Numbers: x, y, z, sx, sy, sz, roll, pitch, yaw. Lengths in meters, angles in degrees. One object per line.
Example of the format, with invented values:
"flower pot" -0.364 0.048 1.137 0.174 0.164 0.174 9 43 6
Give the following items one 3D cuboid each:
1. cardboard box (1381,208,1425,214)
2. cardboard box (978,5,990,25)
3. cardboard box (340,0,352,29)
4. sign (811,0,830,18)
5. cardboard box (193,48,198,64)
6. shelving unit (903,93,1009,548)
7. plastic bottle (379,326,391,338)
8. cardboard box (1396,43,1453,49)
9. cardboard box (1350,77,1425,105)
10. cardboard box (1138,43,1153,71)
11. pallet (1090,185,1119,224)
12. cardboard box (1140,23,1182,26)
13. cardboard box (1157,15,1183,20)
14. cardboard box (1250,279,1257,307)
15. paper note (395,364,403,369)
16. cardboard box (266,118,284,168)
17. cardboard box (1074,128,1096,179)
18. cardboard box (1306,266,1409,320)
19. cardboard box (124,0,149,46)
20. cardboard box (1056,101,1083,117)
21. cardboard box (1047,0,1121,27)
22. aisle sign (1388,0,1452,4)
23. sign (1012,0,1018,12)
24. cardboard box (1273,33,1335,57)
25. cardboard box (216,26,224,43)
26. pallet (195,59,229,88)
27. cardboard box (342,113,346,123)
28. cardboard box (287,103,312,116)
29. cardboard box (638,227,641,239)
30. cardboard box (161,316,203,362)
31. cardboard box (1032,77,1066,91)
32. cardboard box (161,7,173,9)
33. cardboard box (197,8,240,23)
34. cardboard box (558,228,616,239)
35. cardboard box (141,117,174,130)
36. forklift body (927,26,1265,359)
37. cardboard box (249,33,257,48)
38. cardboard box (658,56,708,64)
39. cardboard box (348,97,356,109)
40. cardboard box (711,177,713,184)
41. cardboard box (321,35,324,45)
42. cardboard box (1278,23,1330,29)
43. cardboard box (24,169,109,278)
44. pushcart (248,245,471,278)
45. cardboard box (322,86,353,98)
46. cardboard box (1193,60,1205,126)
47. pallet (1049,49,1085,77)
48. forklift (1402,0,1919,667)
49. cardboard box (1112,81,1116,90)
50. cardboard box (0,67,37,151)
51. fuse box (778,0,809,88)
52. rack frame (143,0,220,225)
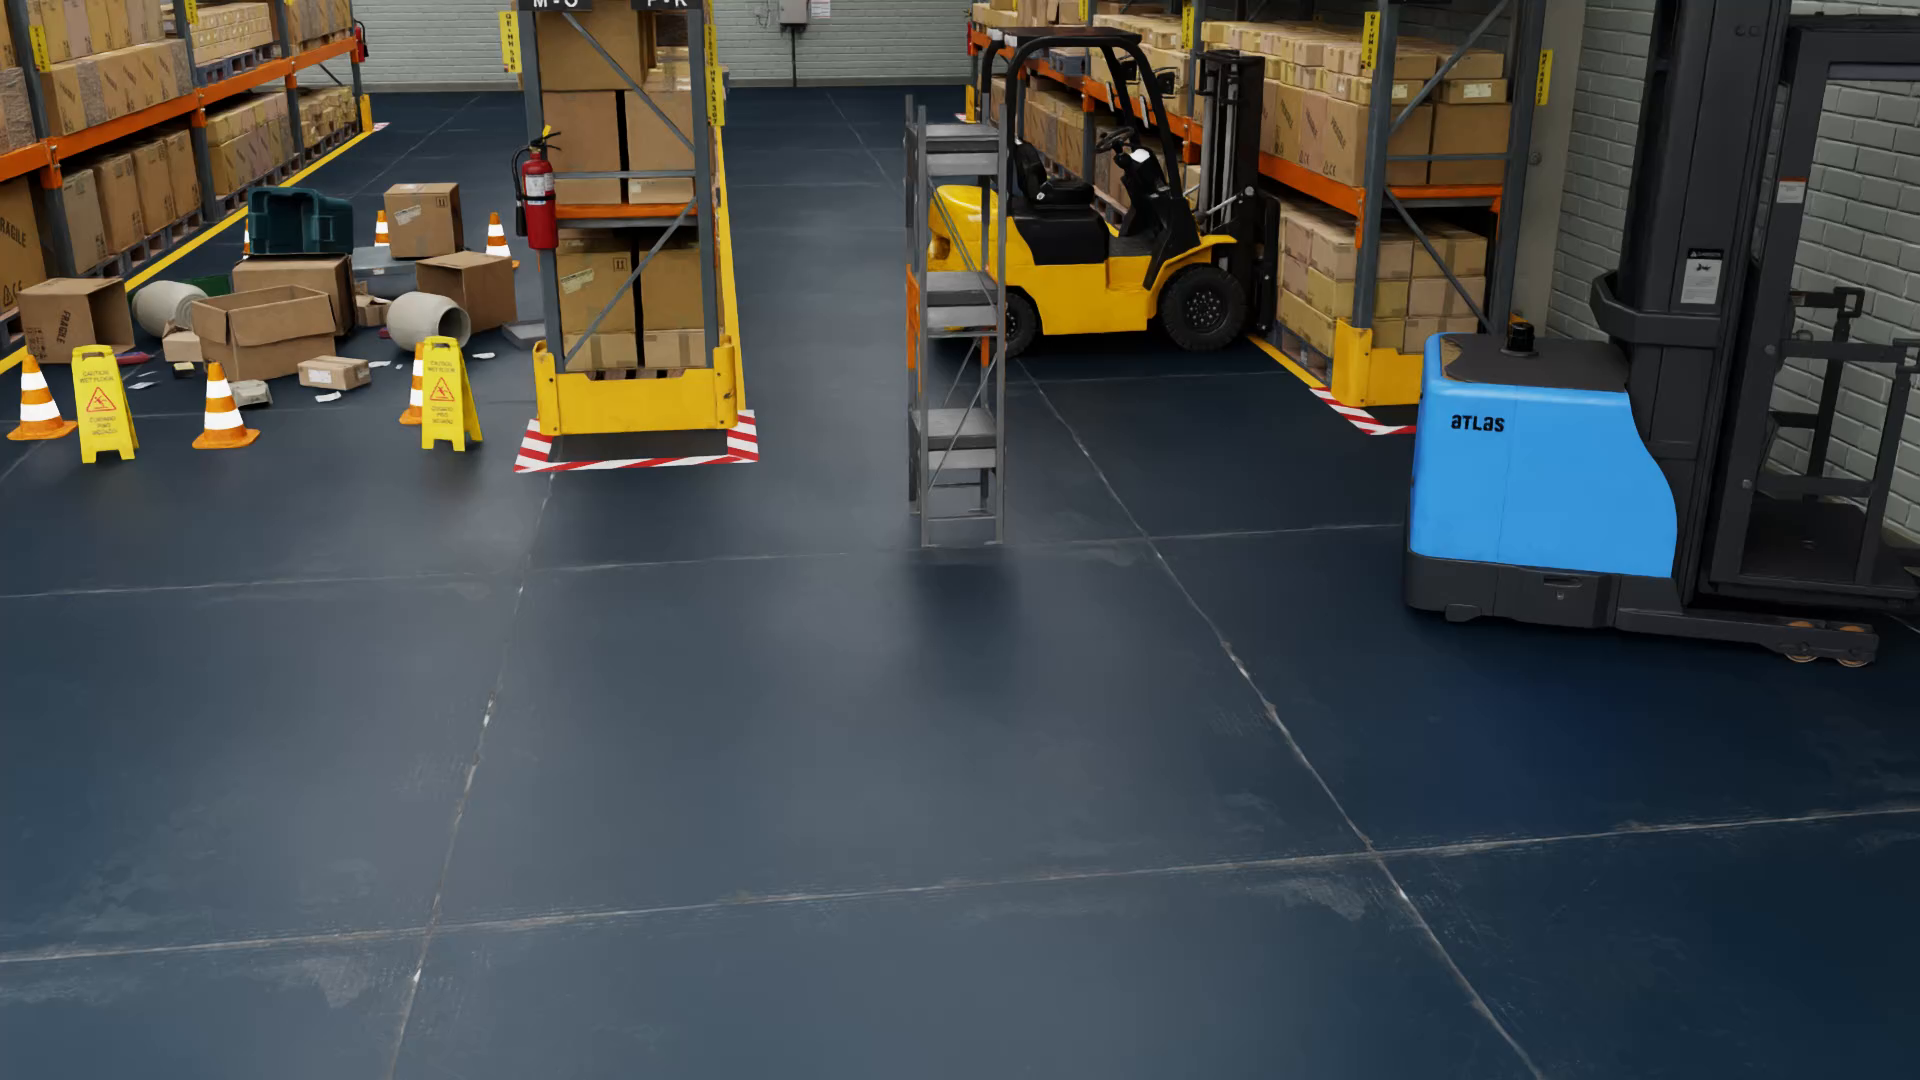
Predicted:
"cardboard box" 2.961 -2.235 11.813 0.500 0.250 0.500 -3 21 -8
"cardboard box" 0.546 -7.599 24.064 0.500 0.250 0.500 -3 21 -7
"cardboard box" -8.802 -7.382 23.127 0.500 0.500 0.500 -2 21 -7
"sign" -2.515 -9.682 29.988 0.329 0.494 0.001 -3 21 -8
"cardboard box" -7.833 -4.813 16.574 0.380 0.149 0.250 -3 21 -9
"shelving unit" -0.024 -1.041 8.002 0.431 2.100 0.503 -3 21 -8
"plastic bottle" -4.177 -1.551 12.280 0.133 0.061 0.283 1 20 2
"cardboard box" 3.066 -3.222 11.060 0.380 0.149 0.250 -3 21 -7
"cardboard box" 2.653 -2.792 10.334 0.380 0.149 0.250 -3 21 -7
"cardboard box" 1.931 -4.396 15.200 0.500 0.250 0.500 -3 21 -7
"pallet" 1.907 -3.512 17.317 1.003 0.211 1.213 -3 21 -8
"cardboard box" 1.911 -4.799 15.708 0.380 0.149 0.250 -3 21 -8
"cardboard box" 2.223 -5.268 16.965 0.380 0.149 0.250 -2 21 -6
"cardboard box" 2.378 -1.916 12.388 0.500 0.250 0.500 -2 21 -6
"paper note" -3.838 -1.187 11.380 0.032 0.001 0.123 -3 21 -8
"cardboard box" -8.115 -4.558 19.106 0.500 0.500 0.500 -3 21 -9
"cardboard box" 1.554 -4.266 18.325 0.500 0.500 0.500 -2 21 -6
"cardboard box" 2.601 -1.631 10.911 0.500 0.250 0.500 -3 21 -8
"cardboard box" -7.839 -4.753 15.083 0.700 0.500 0.500 -3 21 -9
"cardboard box" 1.342 -5.053 19.505 0.380 0.149 0.250 -4 21 -10
"cardboard box" 1.409 -5.906 18.994 0.797 0.503 0.637 -3 21 -9
"aisle sign" 2.699 -3.516 9.626 0.394 0.787 0.004 -3 21 -8
"sign" 0.715 -6.866 21.074 0.100 0.325 0.005 -3 21 -8
"cardboard box" 2.474 -3.558 11.959 0.380 0.149 0.250 -3 21 -8
"cardboard box" -7.993 -5.324 17.518 0.380 0.149 0.250 -3 21 -8
"pallet" -8.176 -4.720 16.842 1.213 0.211 1.003 -3 21 -8
"cardboard box" -8.749 -5.848 23.062 0.380 0.149 0.250 -3 21 -8
"cardboard box" -8.516 -5.496 21.268 0.380 0.149 0.250 -3 21 -9
"cardboard box" -2.449 -1.963 11.444 0.500 0.500 0.500 -3 21 -9
"cardboard box" -5.321 -1.401 11.587 0.396 0.266 0.258 1 20 2
"cardboard box" 1.124 -5.734 20.901 0.380 0.149 0.250 -4 21 -10
"cardboard box" -8.791 -5.792 18.344 0.380 0.149 0.250 -3 21 -8
"cardboard box" -8.106 -5.731 18.182 0.380 0.149 0.250 -4 21 -10
"cardboard box" -2.424 -2.035 10.709 0.380 0.149 0.250 -2 21 -6
"cardboard box" -8.326 -4.169 16.993 0.500 0.250 0.500 -3 21 -9
"forklift body" 0.902 -2.502 11.842 2.313 2.155 1.214 -3 21 -8
"cardboard box" -8.183 -5.642 18.794 0.380 0.149 0.250 -4 21 -11
"cardboard box" -2.037 -3.156 11.811 0.500 0.500 0.500 -2 21 -6
"cardboard box" -8.763 -6.171 23.500 0.380 0.149 0.250 -3 21 -9
"cardboard box" -1.775 -2.367 10.625 0.380 0.149 0.250 -3 21 -7
"cardboard box" -8.696 -6.672 22.152 0.380 0.149 0.250 -4 21 -10
"cardboard box" 2.744 -4.026 13.213 0.380 0.149 0.250 -3 21 -9
"cardboard box" -7.570 -2.537 13.337 1.050 0.750 0.750 -3 21 -8
"pushcart" -4.756 -2.108 13.320 1.648 0.377 0.936 -11 23 -26
"cardboard box" -8.794 -6.308 23.443 0.380 0.149 0.250 -3 21 -7
"cardboard box" 2.209 -3.600 13.426 0.500 0.500 0.500 -3 21 -9
"pallet" 1.660 -5.246 18.250 1.213 0.211 1.003 -3 21 -8
"forklift" 3.516 -1.057 6.857 3.031 2.935 1.130 5 21 13
"cardboard box" 1.798 -4.517 16.236 0.500 0.250 0.500 -4 21 -10
"cardboard box" -7.326 -3.127 12.087 0.875 0.550 0.550 -3 21 -8
"fuse box" -2.973 -9.026 29.938 0.539 1.711 0.414 -3 21 -8
"rack frame" -7.968 -4.569 16.162 1.000 3.000 0.127 -3 21 -8
